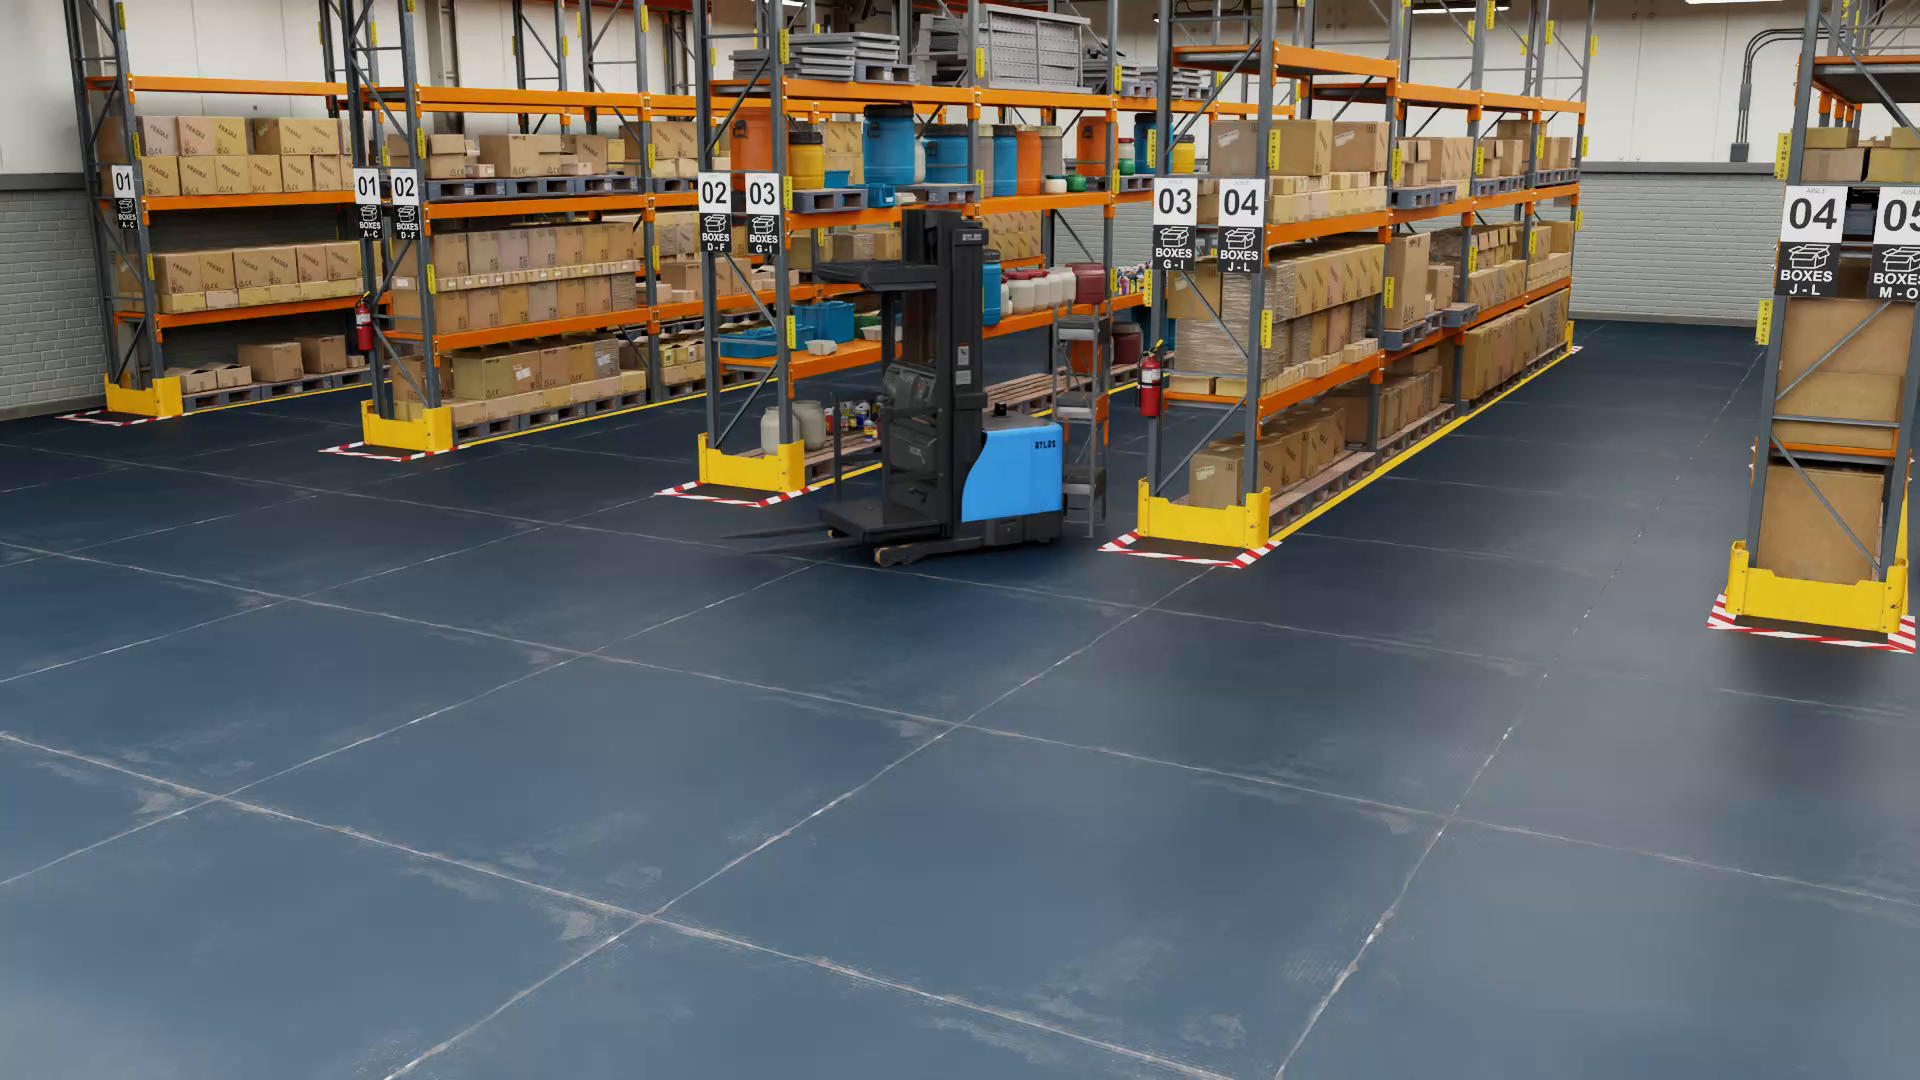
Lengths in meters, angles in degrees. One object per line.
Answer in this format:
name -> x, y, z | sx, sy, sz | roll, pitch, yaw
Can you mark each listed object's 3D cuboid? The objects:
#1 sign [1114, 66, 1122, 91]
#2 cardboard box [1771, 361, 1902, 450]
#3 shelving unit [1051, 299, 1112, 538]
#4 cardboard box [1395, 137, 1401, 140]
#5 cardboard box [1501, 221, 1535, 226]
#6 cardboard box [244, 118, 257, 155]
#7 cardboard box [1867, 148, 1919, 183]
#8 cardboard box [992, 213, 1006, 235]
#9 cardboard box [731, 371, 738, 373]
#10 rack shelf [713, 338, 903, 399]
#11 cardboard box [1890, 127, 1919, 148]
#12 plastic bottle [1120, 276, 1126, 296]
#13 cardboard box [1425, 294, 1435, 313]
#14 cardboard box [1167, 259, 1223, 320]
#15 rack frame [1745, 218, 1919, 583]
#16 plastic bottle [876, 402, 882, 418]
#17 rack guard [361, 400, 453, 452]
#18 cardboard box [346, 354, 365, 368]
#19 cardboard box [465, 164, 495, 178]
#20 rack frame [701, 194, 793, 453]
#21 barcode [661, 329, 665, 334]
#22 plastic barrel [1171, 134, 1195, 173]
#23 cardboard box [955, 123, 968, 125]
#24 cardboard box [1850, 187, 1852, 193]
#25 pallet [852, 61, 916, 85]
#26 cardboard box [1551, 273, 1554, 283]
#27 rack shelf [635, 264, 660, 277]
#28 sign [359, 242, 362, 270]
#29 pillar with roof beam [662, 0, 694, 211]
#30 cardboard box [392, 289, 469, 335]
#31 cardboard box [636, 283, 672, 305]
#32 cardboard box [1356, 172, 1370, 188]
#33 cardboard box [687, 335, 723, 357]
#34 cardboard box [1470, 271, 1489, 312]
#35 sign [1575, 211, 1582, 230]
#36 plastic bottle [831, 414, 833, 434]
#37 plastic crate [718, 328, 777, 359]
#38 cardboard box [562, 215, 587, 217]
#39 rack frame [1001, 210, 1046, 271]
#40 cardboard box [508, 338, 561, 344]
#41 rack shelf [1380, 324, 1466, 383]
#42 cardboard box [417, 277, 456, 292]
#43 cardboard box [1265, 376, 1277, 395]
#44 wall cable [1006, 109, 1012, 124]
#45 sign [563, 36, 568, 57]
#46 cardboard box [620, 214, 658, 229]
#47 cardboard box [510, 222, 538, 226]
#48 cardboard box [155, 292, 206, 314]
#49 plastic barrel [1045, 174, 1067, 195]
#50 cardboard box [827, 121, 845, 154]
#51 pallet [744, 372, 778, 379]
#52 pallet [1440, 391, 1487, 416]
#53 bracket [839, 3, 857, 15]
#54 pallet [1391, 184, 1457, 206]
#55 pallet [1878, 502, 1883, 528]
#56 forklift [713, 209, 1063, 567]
sign -> 2.175, -6.358, 22.894 | 0.100, 0.325, 0.005 | 7, 15, 28
cardboard box -> 6.592, -1.028, 12.579 | 0.875, 0.550, 0.550 | 7, 15, 28
shelving unit -> 1.098, -1.112, 15.162 | 0.431, 2.100, 0.503 | 5, 14, 18
cardboard box -> 5.089, -4.573, 19.922 | 0.500, 0.500, 0.500 | 7, 15, 26
cardboard box -> 9.184, -5.005, 27.480 | 0.500, 0.500, 0.500 | 7, 15, 27
cardboard box -> -10.108, -5.575, 22.970 | 0.500, 0.500, 0.500 | 7, 15, 28
cardboard box -> 6.910, -2.727, 12.120 | 0.500, 0.250, 0.500 | 7, 15, 28
cardboard box -> 0.511, -5.959, 31.003 | 0.500, 0.500, 0.500 | 8, 16, 30
cardboard box -> -3.423, -2.638, 24.548 | 0.500, 0.250, 0.500 | 8, 16, 29
rack shelf -> -1.210, -2.079, 18.790 | 1.077, 0.370, 4.000 | 7, 15, 28
cardboard box -> 6.892, -2.883, 11.917 | 0.380, 0.149, 0.250 | 8, 15, 29
plastic bottle -> 2.381, -3.717, 24.300 | 0.061, 0.283, 0.133 | 7, 15, 28
cardboard box -> 5.457, -2.864, 19.905 | 0.396, 0.266, 0.258 | 7, 15, 26
cardboard box -> 2.208, -2.277, 15.097 | 0.500, 0.500, 0.500 | 7, 15, 28
rack frame -> 6.452, -0.874, 12.259 | 1.000, 3.000, 0.127 | 7, 15, 28
plastic bottle -> -0.961, -1.564, 20.004 | 0.097, 0.271, 0.097 | 0, 14, 0
rack guard -> -6.523, -1.360, 19.608 | 1.175, 0.500, 0.348 | 7, 15, 28
cardboard box -> -9.148, -2.684, 24.875 | 0.380, 0.166, 0.250 | 5, 15, 21
cardboard box -> -5.788, -4.410, 19.866 | 0.380, 0.149, 0.250 | 7, 15, 28
rack frame -> -2.177, -2.018, 17.004 | 1.000, 3.000, 0.127 | 7, 15, 28
barcode -> -4.090, -2.871, 22.889 | 0.001, 0.075, 0.075 | 7, 15, 28
plastic barrel -> 3.361, -6.024, 25.921 | 0.600, 0.588, 0.600 | 0, 14, 0
cardboard box -> -0.143, -7.225, 29.857 | 0.700, 0.500, 0.500 | 7, 15, 28
cardboard box -> 7.667, -3.143, 14.697 | 0.380, 0.149, 0.250 | 7, 15, 28
pallet -> -1.206, -5.045, 18.017 | 1.003, 0.211, 1.213 | 7, 15, 28
cardboard box -> 9.271, -4.193, 26.563 | 0.380, 0.149, 0.250 | 8, 16, 29
rack shelf -> -6.015, -4.842, 30.254 | 1.077, 0.370, 4.000 | 7, 15, 28
sign -> -6.979, -3.322, 19.438 | 0.100, 0.325, 0.005 | 7, 15, 28
pillar with roof beam -> -1.699, -8.273, 30.148 | 9.100, 9.000, 0.548 | 7, 15, 28
cardboard box -> -6.274, -2.723, 19.715 | 0.700, 0.500, 0.500 | 7, 15, 28
cardboard box -> -4.378, -3.434, 23.196 | 0.500, 0.250, 0.500 | 9, 16, 32
cardboard box -> 3.934, -3.651, 16.849 | 0.380, 0.149, 0.250 | 7, 15, 25
cardboard box -> -3.664, -2.806, 24.046 | 0.500, 0.311, 0.500 | 7, 15, 26
cardboard box -> 6.747, -3.322, 22.198 | 0.500, 0.500, 0.500 | 7, 15, 27
sign -> 10.362, -5.353, 27.862 | 0.100, 0.325, 0.005 | 7, 15, 28
plastic bottle -> -1.433, -1.375, 19.192 | 0.061, 0.283, 0.133 | 7, 15, 28
plastic crate -> -2.197, -2.082, 17.588 | 0.499, 0.251, 0.616 | 7, 15, 28
cardboard box -> -6.736, -5.578, 29.278 | 0.500, 0.250, 0.500 | 7, 15, 26
rack frame -> 1.224, -5.863, 32.951 | 1.000, 3.000, 0.127 | 7, 15, 28
cardboard box -> -5.559, -2.368, 21.826 | 0.500, 0.500, 0.500 | 7, 15, 28
rack shelf -> 5.059, -2.338, 19.867 | 1.077, 0.370, 4.000 | 7, 15, 28
cardboard box -> -6.133, -3.000, 19.480 | 0.380, 0.149, 0.250 | 7, 15, 28
cardboard box -> 2.643, -1.415, 15.040 | 0.380, 0.149, 0.250 | 7, 15, 28
wall cable -> -0.068, -8.950, 39.582 | 3.097, 2.526, 0.112 | 7, 15, 28
sign -> -6.502, -8.131, 27.399 | 0.100, 0.325, 0.005 | 7, 15, 28
cardboard box -> -5.798, -5.732, 29.919 | 0.500, 0.250, 0.500 | 7, 15, 27
cardboard box -> -7.265, -5.218, 27.740 | 0.380, 0.149, 0.250 | 5, 14, 19
cardboard box -> -10.336, -3.141, 21.941 | 0.500, 0.250, 0.500 | 7, 15, 26
plastic barrel -> 1.280, -4.763, 22.285 | 0.301, 0.262, 0.301 | 0, 14, 0
cardboard box -> -2.181, -6.408, 26.465 | 0.500, 0.500, 0.500 | 7, 15, 28
pallet -> -3.076, -2.701, 25.788 | 1.003, 0.211, 1.213 | 7, 15, 28
pallet -> 6.473, -1.896, 22.447 | 1.003, 0.211, 1.213 | 7, 15, 28
bracket -> -2.456, -11.616, 36.335 | 0.235, 0.232, 0.430 | 7, 15, 28
pallet -> 4.983, -3.972, 19.110 | 1.213, 0.211, 1.003 | 7, 15, 28
pallet -> 7.950, -0.192, 15.380 | 1.003, 0.211, 1.213 | 7, 15, 28
forklift -> -0.621, -1.335, 14.316 | 3.031, 2.935, 1.130 | -7, 15, -27
